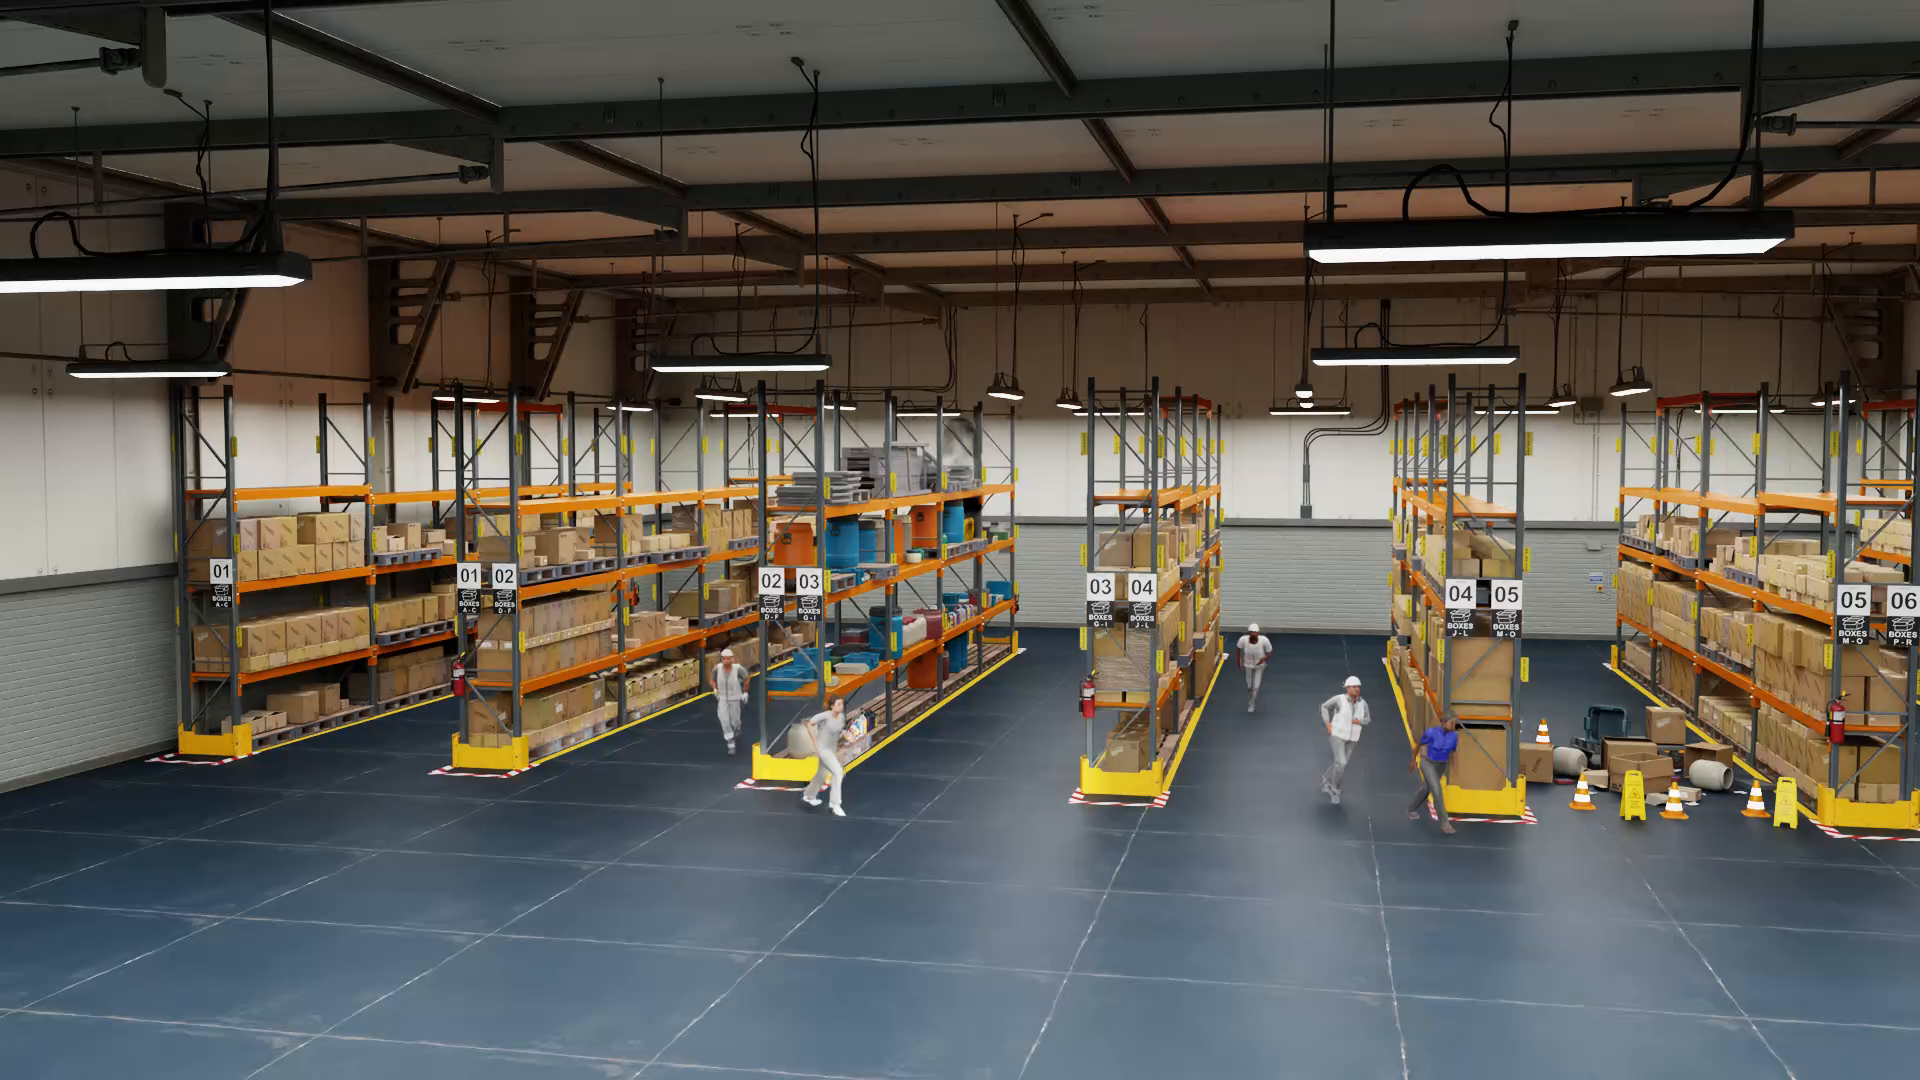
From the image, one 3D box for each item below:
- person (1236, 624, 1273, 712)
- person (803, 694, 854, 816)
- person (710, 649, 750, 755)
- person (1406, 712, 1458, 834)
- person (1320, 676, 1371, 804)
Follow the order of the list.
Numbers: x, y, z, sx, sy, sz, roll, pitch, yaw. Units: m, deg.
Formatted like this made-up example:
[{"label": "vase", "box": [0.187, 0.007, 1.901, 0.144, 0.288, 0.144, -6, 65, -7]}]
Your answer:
[{"label": "person", "box": [5.573, 2.414, 31.491, 0.692, 1.690, 0.770, 1, 3, 13]}, {"label": "person", "box": [-1.858, 2.925, 22.802, 0.880, 1.657, 0.582, 2, 4, 37]}, {"label": "person", "box": [-3.766, 2.621, 27.283, 0.646, 1.732, 0.826, 0, 3, 7]}, {"label": "person", "box": [6.196, 3.026, 21.784, 0.599, 1.454, 1.030, -1, 3, -20]}, {"label": "person", "box": [5.454, 2.837, 23.605, 0.631, 1.848, 0.706, -1, 3, -18]}]
